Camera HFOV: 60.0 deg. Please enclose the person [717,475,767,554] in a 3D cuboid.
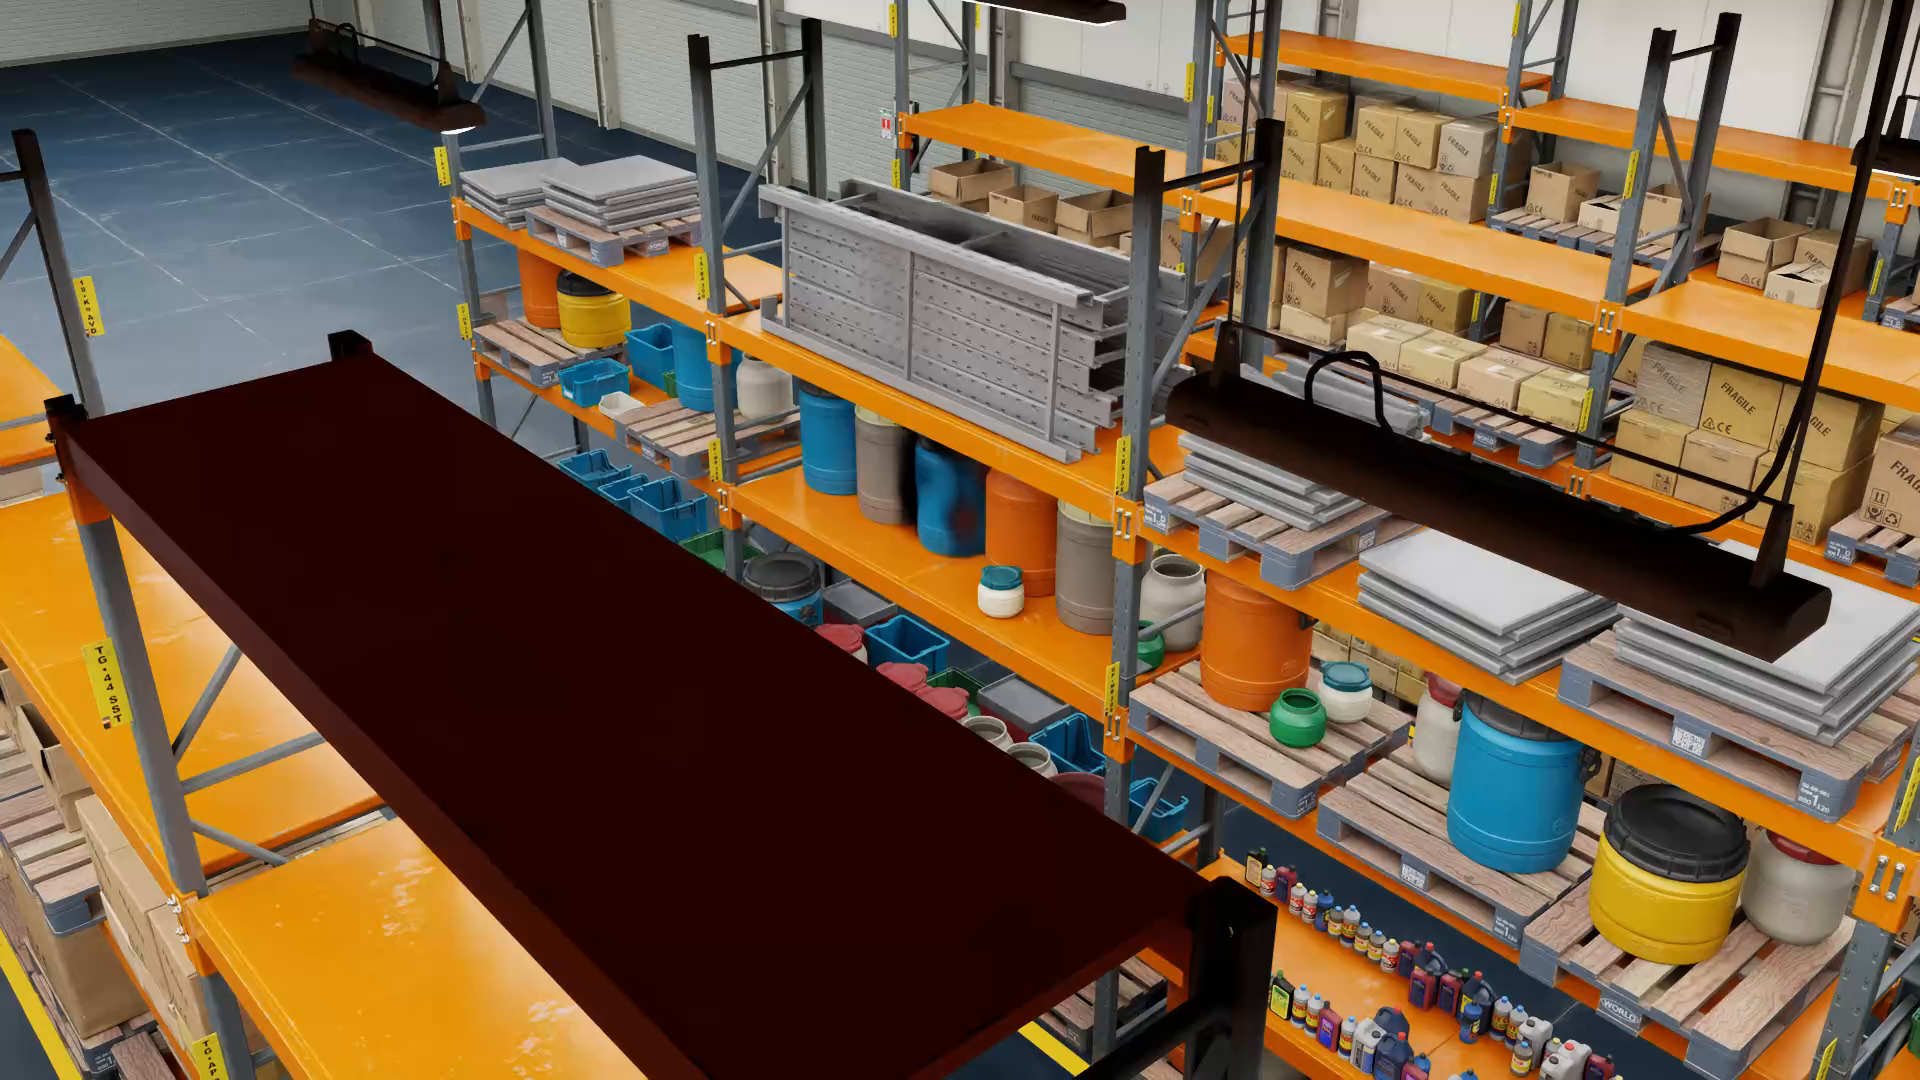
[{"bbox_3d":[-2.075,-0.288,16.267,0.572,1.714,0.657,18,32,31],"label":"person"}]
